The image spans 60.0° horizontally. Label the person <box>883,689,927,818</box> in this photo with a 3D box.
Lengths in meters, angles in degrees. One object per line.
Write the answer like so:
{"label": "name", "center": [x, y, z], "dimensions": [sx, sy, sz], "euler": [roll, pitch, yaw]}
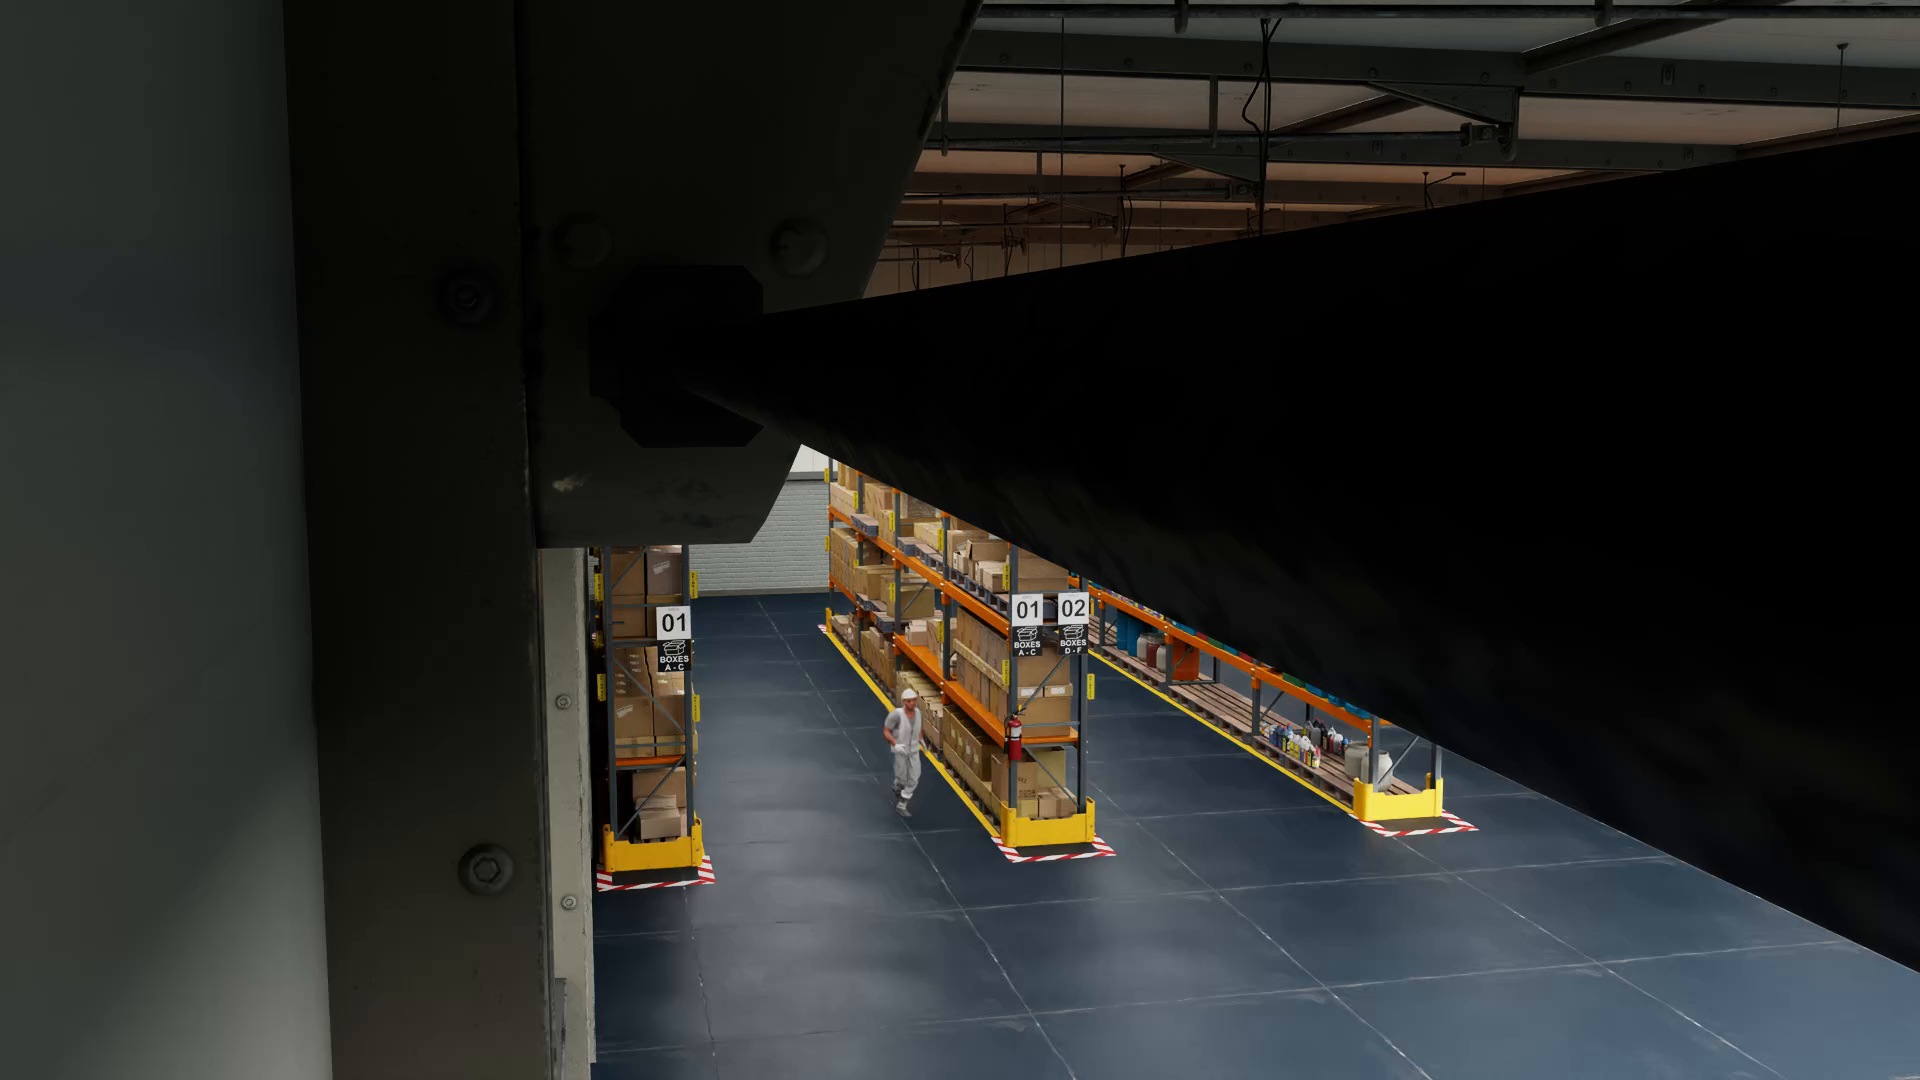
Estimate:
{"label": "person", "center": [-0.776, 2.826, 22.370], "dimensions": [0.644, 1.735, 0.675], "euler": [-3, 8, -25]}
